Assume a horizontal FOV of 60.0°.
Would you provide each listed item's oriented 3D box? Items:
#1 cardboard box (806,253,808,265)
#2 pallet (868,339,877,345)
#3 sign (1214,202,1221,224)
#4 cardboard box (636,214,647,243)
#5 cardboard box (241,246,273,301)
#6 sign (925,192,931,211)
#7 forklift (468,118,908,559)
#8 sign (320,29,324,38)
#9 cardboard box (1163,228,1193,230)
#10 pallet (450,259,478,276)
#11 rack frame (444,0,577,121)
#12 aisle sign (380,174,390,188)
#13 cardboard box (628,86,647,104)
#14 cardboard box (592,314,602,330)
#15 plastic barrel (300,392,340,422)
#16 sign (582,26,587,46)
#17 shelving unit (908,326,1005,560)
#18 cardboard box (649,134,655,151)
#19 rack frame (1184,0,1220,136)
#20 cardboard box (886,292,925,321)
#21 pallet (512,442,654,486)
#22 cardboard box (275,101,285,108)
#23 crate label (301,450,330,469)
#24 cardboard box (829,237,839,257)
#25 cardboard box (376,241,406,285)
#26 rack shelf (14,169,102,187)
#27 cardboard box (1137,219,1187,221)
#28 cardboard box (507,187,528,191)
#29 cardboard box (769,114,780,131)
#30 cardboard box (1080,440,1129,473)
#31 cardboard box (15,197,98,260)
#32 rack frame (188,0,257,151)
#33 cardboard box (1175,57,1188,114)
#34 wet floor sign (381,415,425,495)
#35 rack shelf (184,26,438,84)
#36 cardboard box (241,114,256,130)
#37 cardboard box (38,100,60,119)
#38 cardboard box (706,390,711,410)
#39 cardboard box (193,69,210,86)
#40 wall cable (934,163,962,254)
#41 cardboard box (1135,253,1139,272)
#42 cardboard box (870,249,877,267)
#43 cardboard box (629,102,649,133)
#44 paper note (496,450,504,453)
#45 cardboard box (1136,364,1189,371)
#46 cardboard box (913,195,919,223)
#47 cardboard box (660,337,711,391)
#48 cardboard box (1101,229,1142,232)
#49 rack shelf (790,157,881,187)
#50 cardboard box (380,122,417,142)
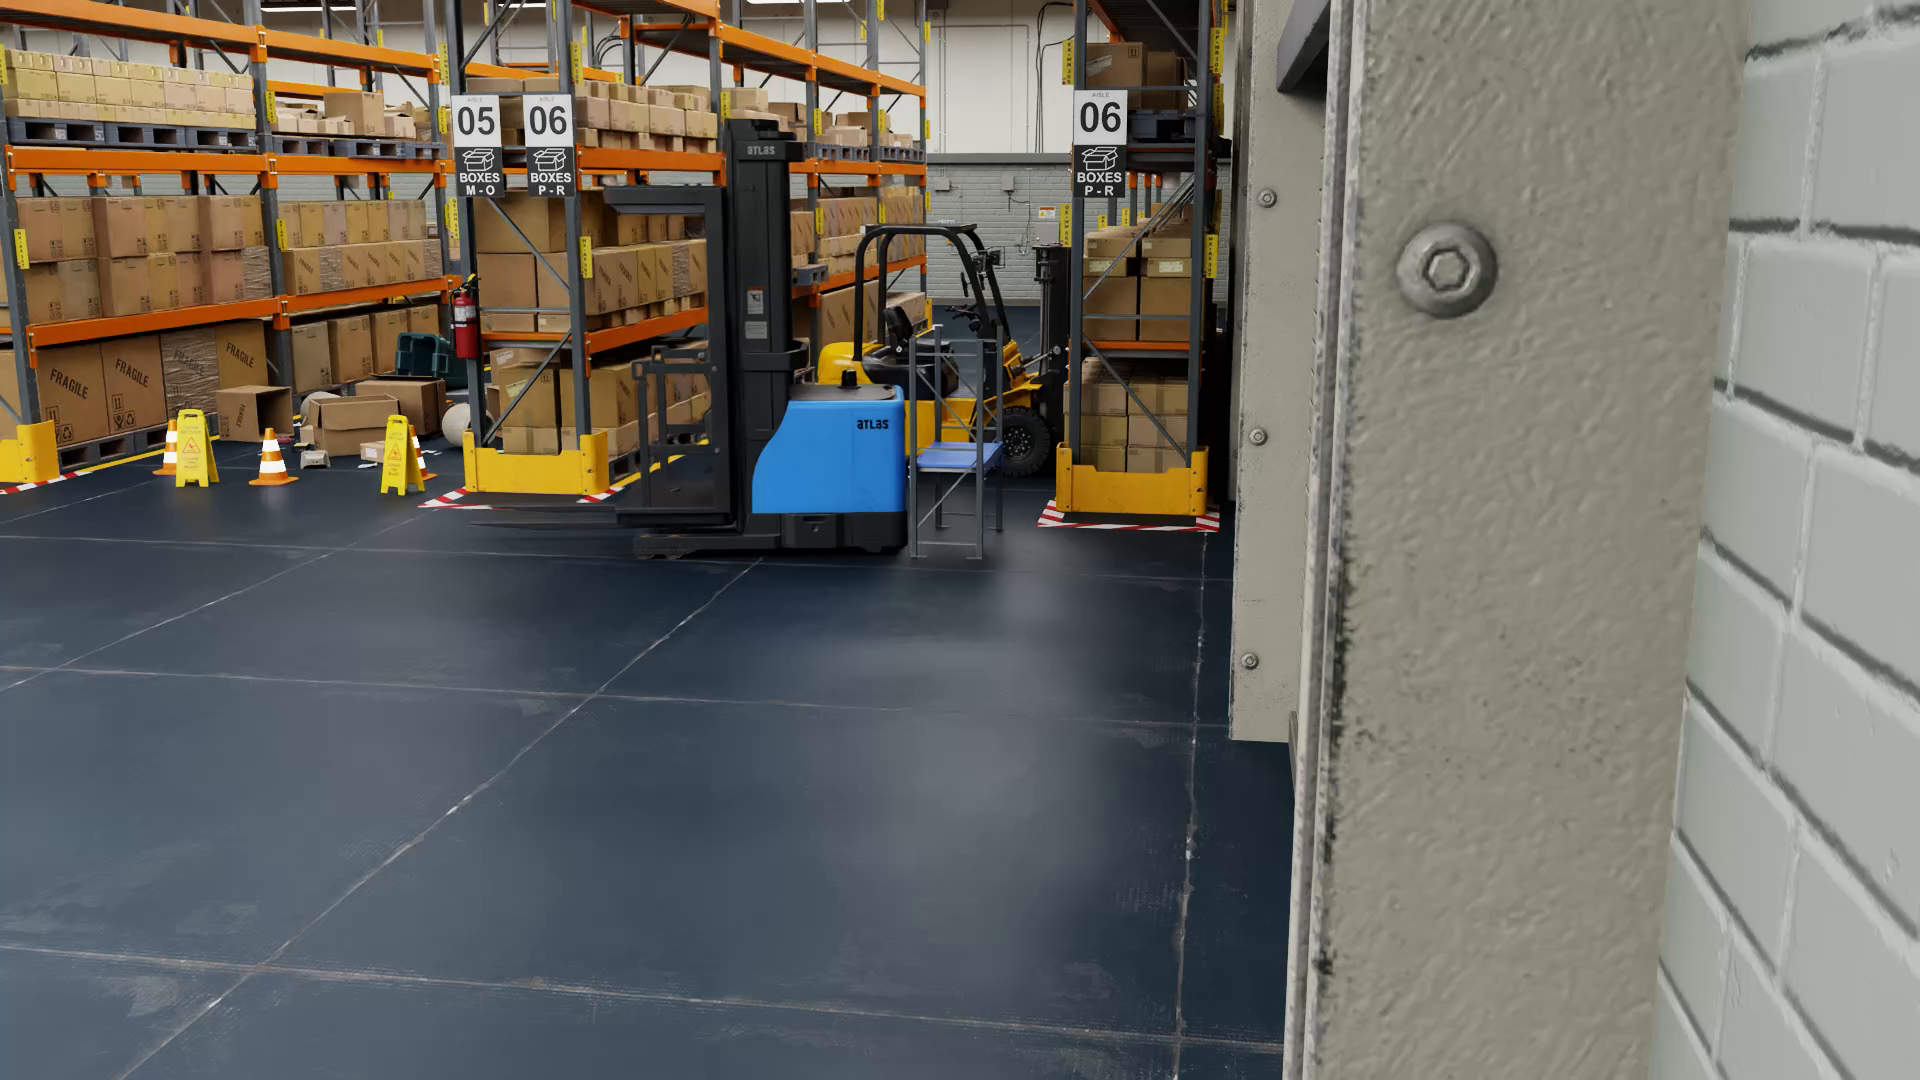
[{"bbox_3d":[-2.108,-3.486,20.646,0.380,0.149,0.250,2,12,10],"label":"cardboard box"},{"bbox_3d":[-1.750,-2.844,24.687,1.003,0.211,1.213,2,12,9],"label":"pallet"},{"bbox_3d":[3.749,-4.758,24.205,0.100,0.325,0.005,2,12,9],"label":"sign"},{"bbox_3d":[-3.422,-3.094,15.912,0.700,0.500,0.500,2,12,7],"label":"cardboard box"},{"bbox_3d":[-7.887,-2.840,17.695,0.875,0.550,0.550,2,12,9],"label":"cardboard box"},{"bbox_3d":[-0.556,-5.864,28.771,0.100,0.325,0.005,2,12,9],"label":"sign"},{"bbox_3d":[-1.895,-1.414,11.597,3.031,2.935,1.130,-1,12,-3],"label":"forklift"},{"bbox_3d":[-11.430,-9.009,29.846,0.100,0.325,0.005,2,12,9],"label":"sign"},{"bbox_3d":[2.112,-2.873,15.722,0.380,0.149,0.250,2,12,8],"label":"cardboard box"},{"bbox_3d":[-7.223,-3.734,22.657,1.213,0.211,1.003,2,12,9],"label":"pallet"},{"bbox_3d":[-3.551,-4.804,12.927,1.000,3.000,0.127,2,12,9],"label":"rack frame"},{"bbox_3d":[-10.575,-6.800,30.254,0.394,0.787,0.004,2,12,9],"label":"aisle sign"},{"bbox_3d":[-2.996,-3.932,14.701,0.380,0.149,0.250,2,12,10],"label":"cardboard box"},{"bbox_3d":[-3.270,-1.866,14.128,0.380,0.149,0.250,2,12,9],"label":"cardboard box"},{"bbox_3d":[-6.501,-1.298,17.014,0.421,0.421,0.512,-10,16,-40],"label":"plastic barrel"},{"bbox_3d":[-6.533,-8.787,29.003,0.100,0.325,0.005,2,12,9],"label":"sign"},{"bbox_3d":[-0.013,-0.715,11.753,0.538,1.500,1.048,2,12,9],"label":"shelving unit"},{"bbox_3d":[-2.984,-3.599,15.050,0.380,0.149,0.250,2,12,7],"label":"cardboard box"},{"bbox_3d":[3.200,-7.142,23.775,1.000,3.000,0.127,2,12,9],"label":"rack frame"},{"bbox_3d":[-1.093,-4.015,28.586,0.875,0.438,0.875,1,12,7],"label":"cardboard box"},{"bbox_3d":[-3.379,-0.692,14.705,1.003,0.211,1.213,2,12,9],"label":"pallet"},{"bbox_3d":[-11.347,-7.022,27.087,0.500,0.250,0.500,1,12,5],"label":"cardboard box"},{"bbox_3d":[-5.849,-0.735,15.077,0.250,0.136,0.298,-5,13,-21],"label":"crate label"},{"bbox_3d":[-1.918,-3.913,22.200,0.500,0.250,0.500,2,12,10],"label":"cardboard box"},{"bbox_3d":[-7.186,-3.415,20.482,0.500,0.500,0.500,2,12,8],"label":"cardboard box"},{"bbox_3d":[-12.420,-4.556,20.604,1.077,0.370,4.000,2,12,9],"label":"rack shelf"},{"bbox_3d":[2.825,-4.263,23.418,0.700,0.500,0.500,2,12,9],"label":"cardboard box"},{"bbox_3d":[-6.807,-5.299,26.144,0.500,0.500,0.500,1,12,7],"label":"cardboard box"},{"bbox_3d":[-2.317,-4.622,18.562,0.500,0.250,0.500,2,12,8],"label":"cardboard box"},{"bbox_3d":[1.114,-0.681,13.563,0.500,0.250,0.500,2,12,9],"label":"cardboard box"},{"bbox_3d":[-8.369,-2.806,14.973,0.875,0.550,0.550,2,12,9],"label":"cardboard box"},{"bbox_3d":[-11.498,-7.623,26.008,1.000,3.000,0.127,2,12,9],"label":"rack frame"},{"bbox_3d":[1.566,-3.913,14.432,0.797,0.503,0.637,2,12,10],"label":"cardboard box"},{"bbox_3d":[-4.637,-0.716,13.784,0.267,0.644,0.232,7,14,28],"label":"wet floor sign"},{"bbox_3d":[-7.535,-5.646,19.487,1.077,0.370,4.000,2,12,9],"label":"rack shelf"},{"bbox_3d":[-7.583,-4.355,17.324,0.380,0.149,0.250,2,12,8],"label":"cardboard box"},{"bbox_3d":[-8.050,-3.723,14.390,0.380,0.149,0.250,2,12,9],"label":"cardboard box"},{"bbox_3d":[-2.761,-1.434,17.056,0.500,0.250,0.500,2,12,11],"label":"cardboard box"},{"bbox_3d":[-7.701,-4.588,16.511,0.380,0.149,0.250,2,12,10],"label":"cardboard box"},{"bbox_3d":[-0.246,-6.889,34.353,0.585,1.953,0.123,2,12,9],"label":"wall cable"},{"bbox_3d":[1.290,-2.316,13.844,0.380,0.149,0.250,2,12,8],"label":"cardboard box"},{"bbox_3d":[-1.525,-4.195,24.694,0.500,0.250,0.500,2,12,7],"label":"cardboard box"},{"bbox_3d":[-3.068,-3.719,14.660,0.500,0.250,0.500,2,12,10],"label":"cardboard box"},{"bbox_3d":[-4.378,-0.855,15.887,0.142,0.019,0.148,-2,12,-11],"label":"paper note"},{"bbox_3d":[1.776,-1.363,14.356,0.500,0.250,0.500,2,12,8],"label":"cardboard box"},{"bbox_3d":[-0.981,-5.522,27.887,0.500,0.500,0.500,2,12,9],"label":"cardboard box"},{"bbox_3d":[-2.762,-1.800,16.977,0.500,0.500,0.500,2,12,8],"label":"cardboard box"},{"bbox_3d":[1.492,-2.783,15.304,0.380,0.149,0.250,2,12,8],"label":"cardboard box"},{"bbox_3d":[-2.013,-5.068,22.978,1.077,0.370,4.000,2,12,9],"label":"rack shelf"},{"bbox_3d":[-7.391,-5.319,22.196,0.500,0.500,0.500,2,12,9],"label":"cardboard box"}]
